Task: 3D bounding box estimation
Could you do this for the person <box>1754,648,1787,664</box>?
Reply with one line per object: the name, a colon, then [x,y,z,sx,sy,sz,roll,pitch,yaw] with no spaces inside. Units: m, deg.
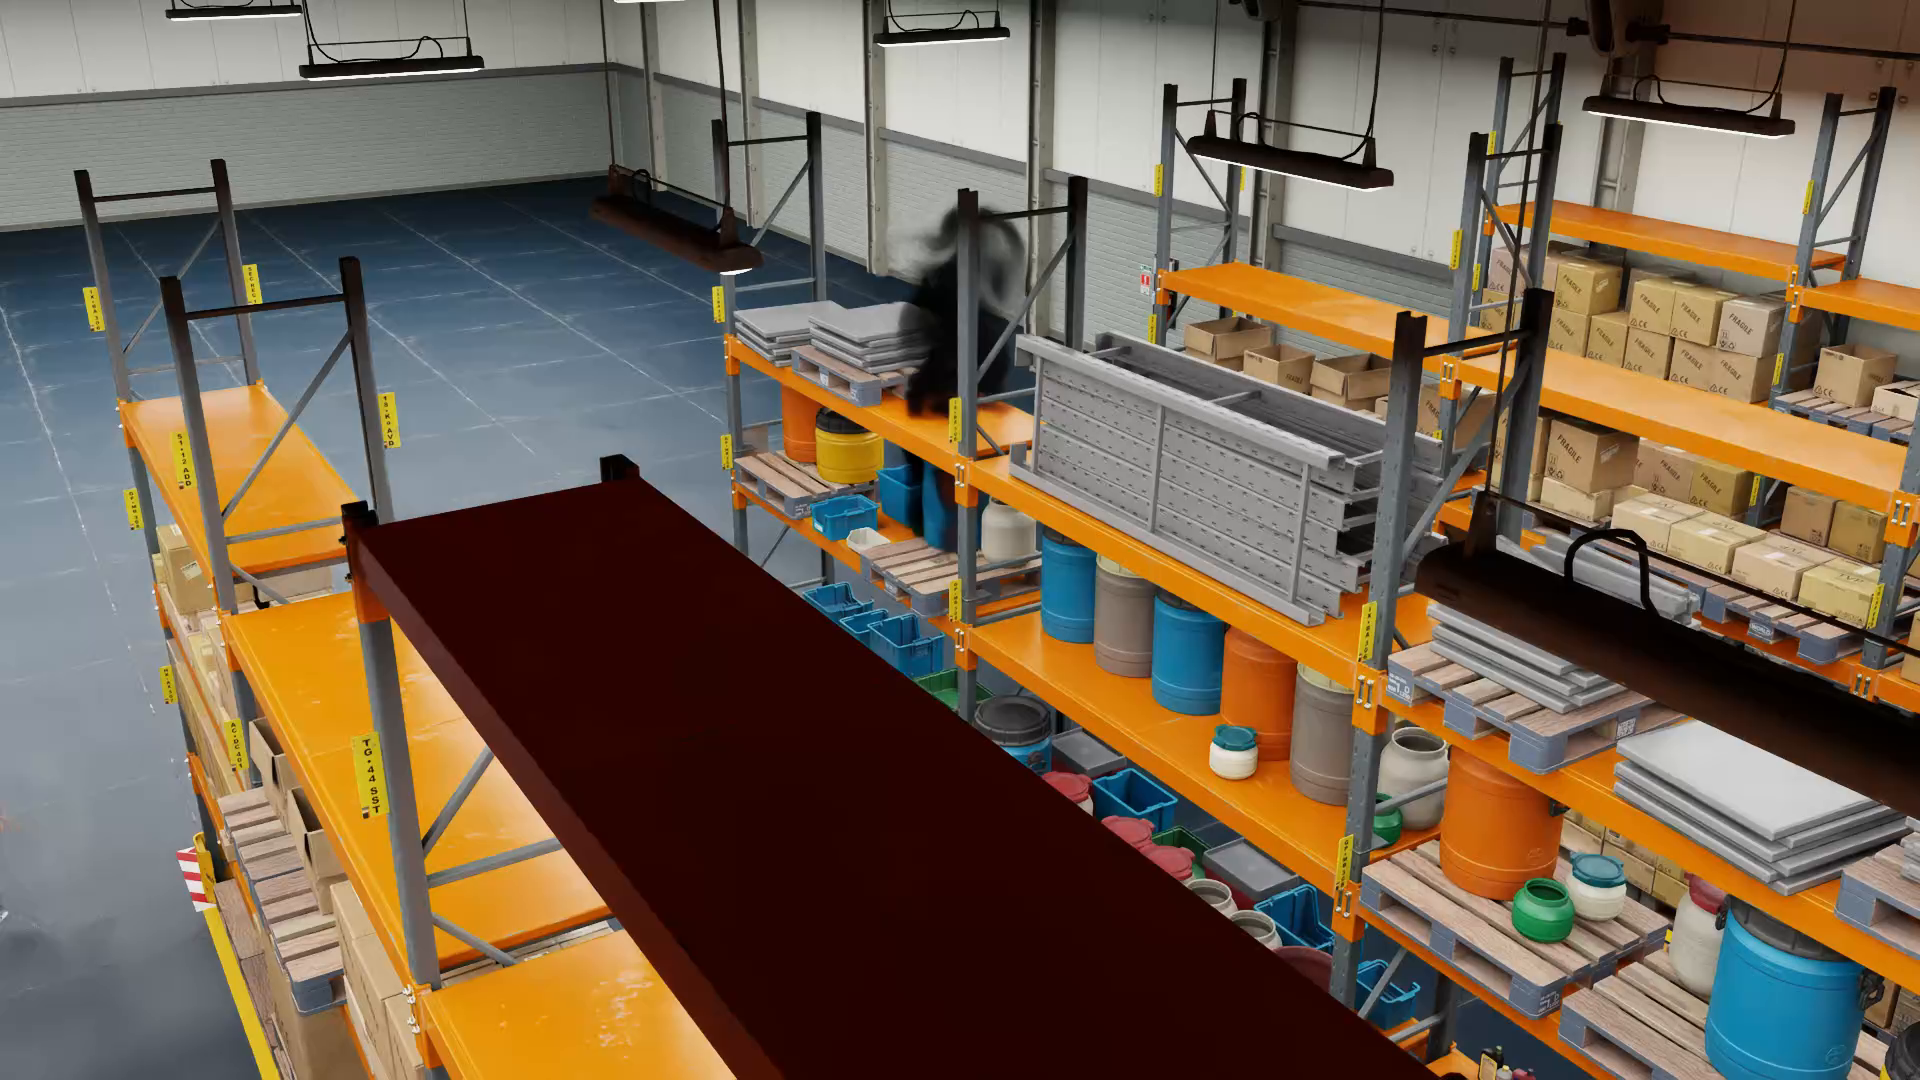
person: [7.165,1.658,15.062,0.568,1.658,0.548,-10,24,-24]
